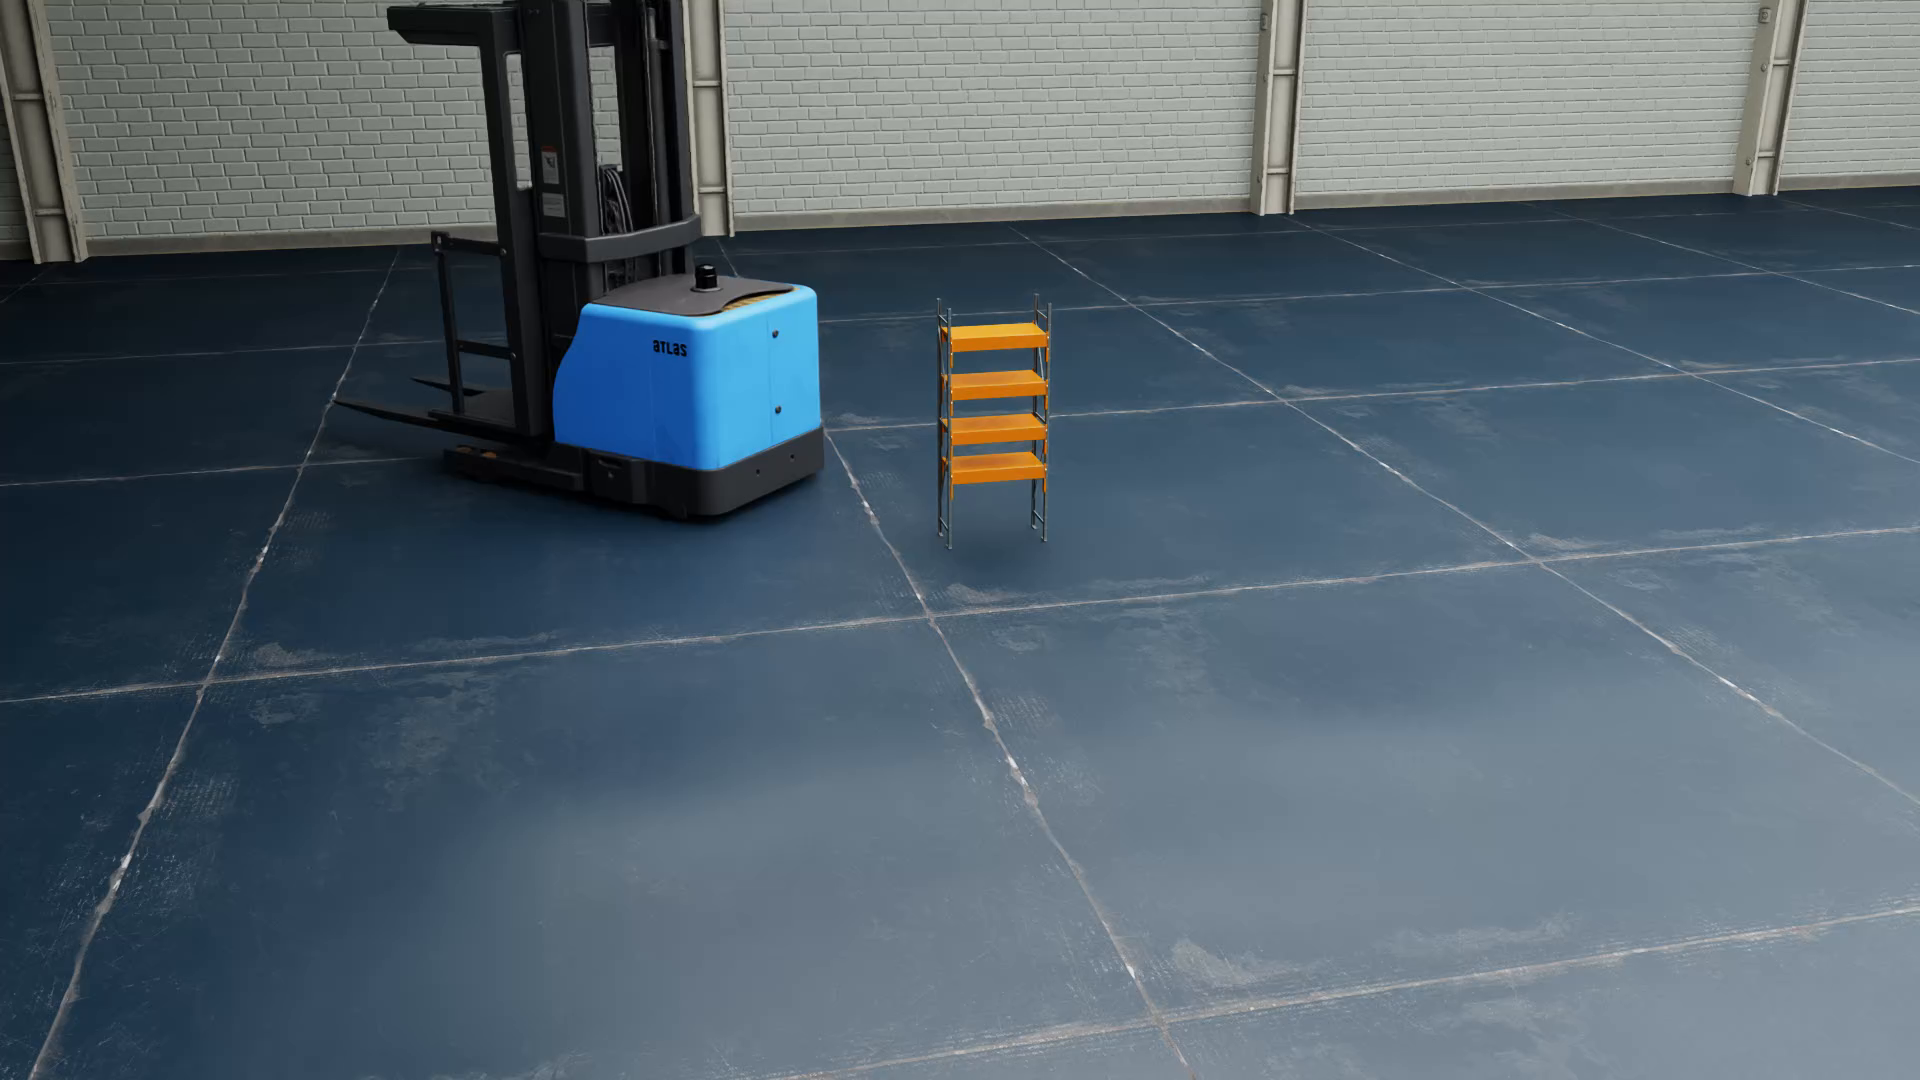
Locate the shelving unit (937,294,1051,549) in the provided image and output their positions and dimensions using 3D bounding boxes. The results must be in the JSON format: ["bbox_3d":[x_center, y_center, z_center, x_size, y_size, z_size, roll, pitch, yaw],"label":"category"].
[{"bbox_3d":[0.161,-0.577,8.144,0.503,1.200,0.258,-5,21,-12],"label":"shelving unit"}]

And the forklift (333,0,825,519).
[{"bbox_3d":[-2.282,-1.838,9.070,3.031,2.935,1.130,11,23,28],"label":"forklift"}]

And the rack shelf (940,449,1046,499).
[{"bbox_3d":[0.161,-0.327,8.235,0.480,0.148,0.258,-5,21,-12],"label":"rack shelf"}]

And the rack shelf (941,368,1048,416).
[{"bbox_3d":[0.161,-0.723,8.090,0.480,0.148,0.258,-5,21,-12],"label":"rack shelf"}]

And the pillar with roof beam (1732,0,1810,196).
[{"bbox_3d":[10.195,-6.801,13.799,0.400,9.000,9.100,-5,21,-12],"label":"pillar with roof beam"}]

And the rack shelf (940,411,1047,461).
[{"bbox_3d":[0.161,-0.513,8.167,0.480,0.148,0.258,-5,21,-12],"label":"rack shelf"}]

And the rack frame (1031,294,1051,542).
[{"bbox_3d":[0.399,-0.596,8.197,0.015,1.200,0.240,-5,21,-12],"label":"rack frame"}]

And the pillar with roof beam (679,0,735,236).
[{"bbox_3d":[-1.483,-5.852,11.206,0.400,9.000,9.100,-5,21,-12],"label":"pillar with roof beam"}]

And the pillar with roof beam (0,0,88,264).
[{"bbox_3d":[-7.322,-5.377,9.909,0.400,9.000,9.100,-5,21,-12],"label":"pillar with roof beam"}]

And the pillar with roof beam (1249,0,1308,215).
[{"bbox_3d":[4.356,-6.326,12.502,0.400,9.000,9.100,-5,21,-12],"label":"pillar with roof beam"}]

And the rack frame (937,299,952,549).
[{"bbox_3d":[-0.076,-0.557,8.091,0.015,1.200,0.240,-5,21,-12],"label":"rack frame"}]

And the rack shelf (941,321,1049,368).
[{"bbox_3d":[0.161,-0.945,8.009,0.480,0.148,0.258,-5,21,-12],"label":"rack shelf"}]
